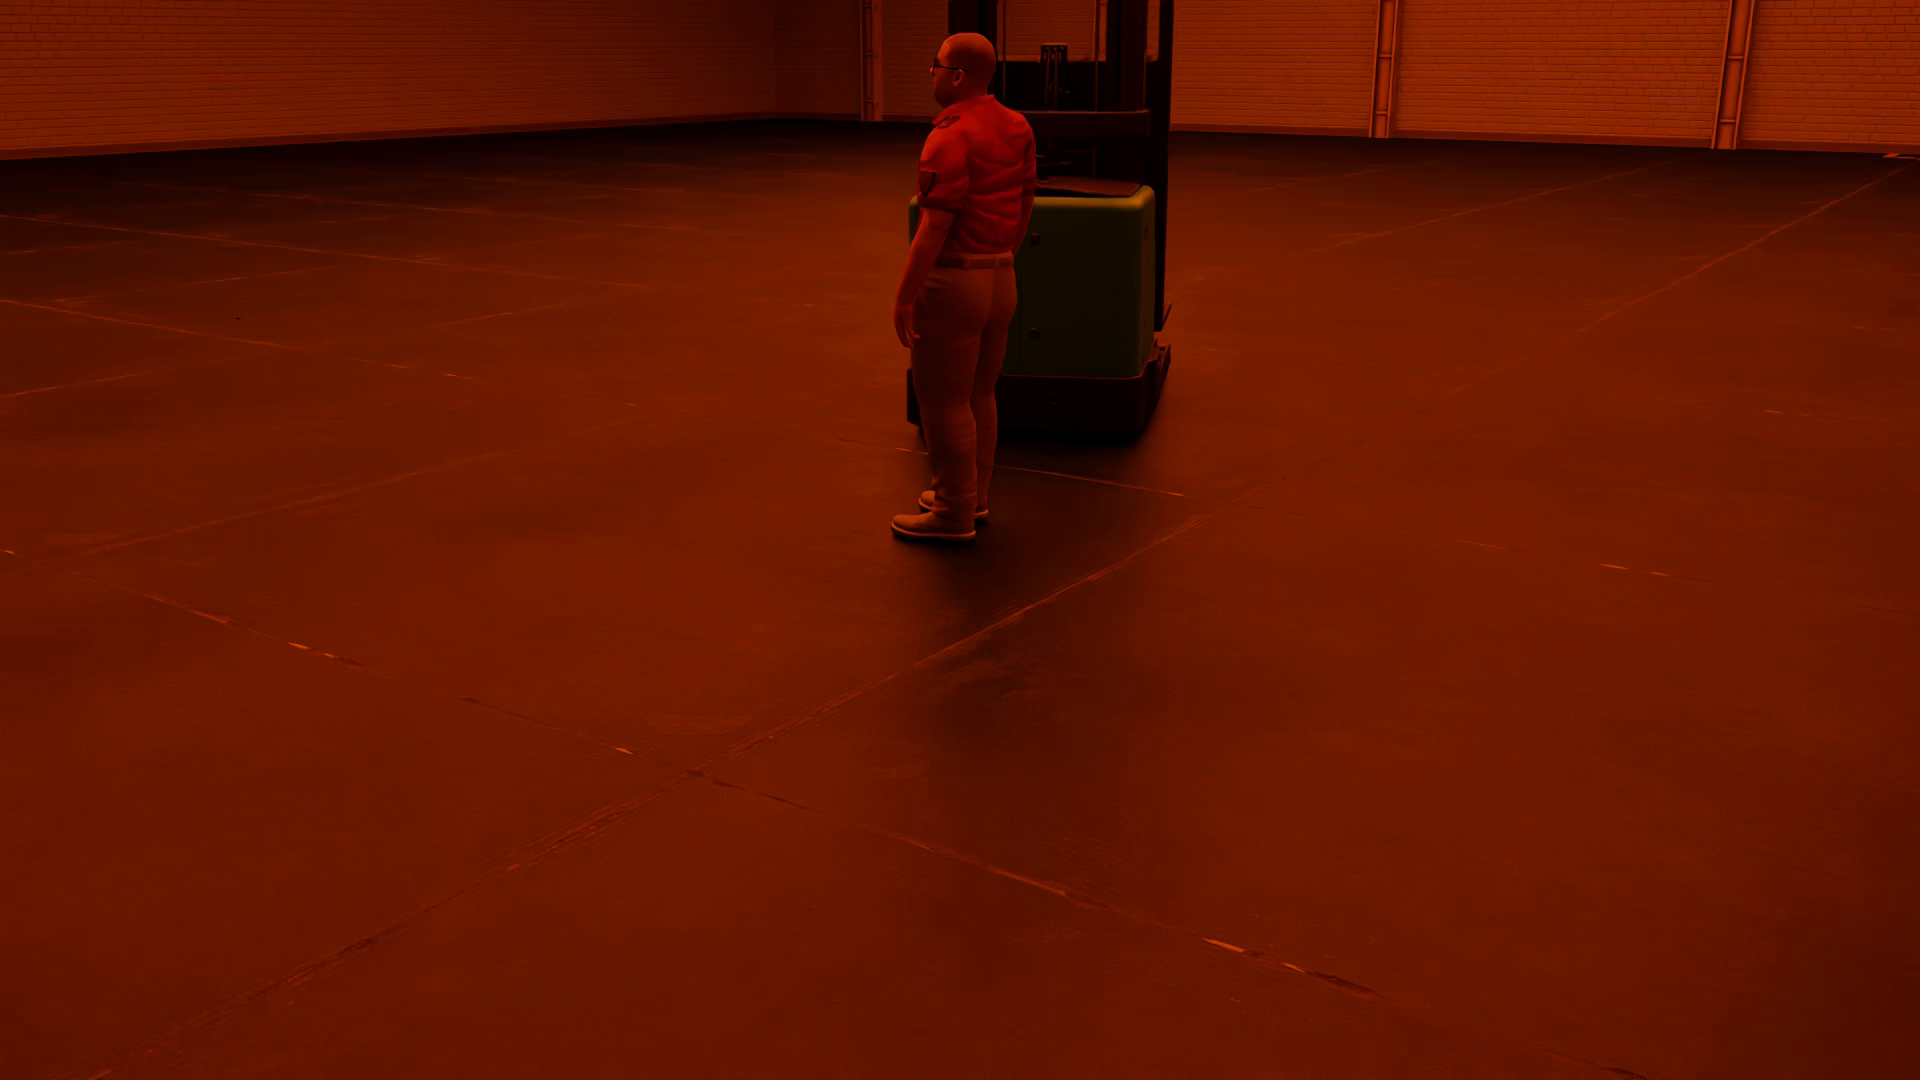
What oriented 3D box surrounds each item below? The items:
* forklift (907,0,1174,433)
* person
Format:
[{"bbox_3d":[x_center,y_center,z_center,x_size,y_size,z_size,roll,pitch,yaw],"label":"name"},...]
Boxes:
[{"bbox_3d":[0.529,-2.250,8.357,1.130,2.935,3.031,3,17,10],"label":"forklift"},{"bbox_3d":[-0.068,-0.853,5.756,0.550,1.728,0.641,11,20,33],"label":"person"}]
